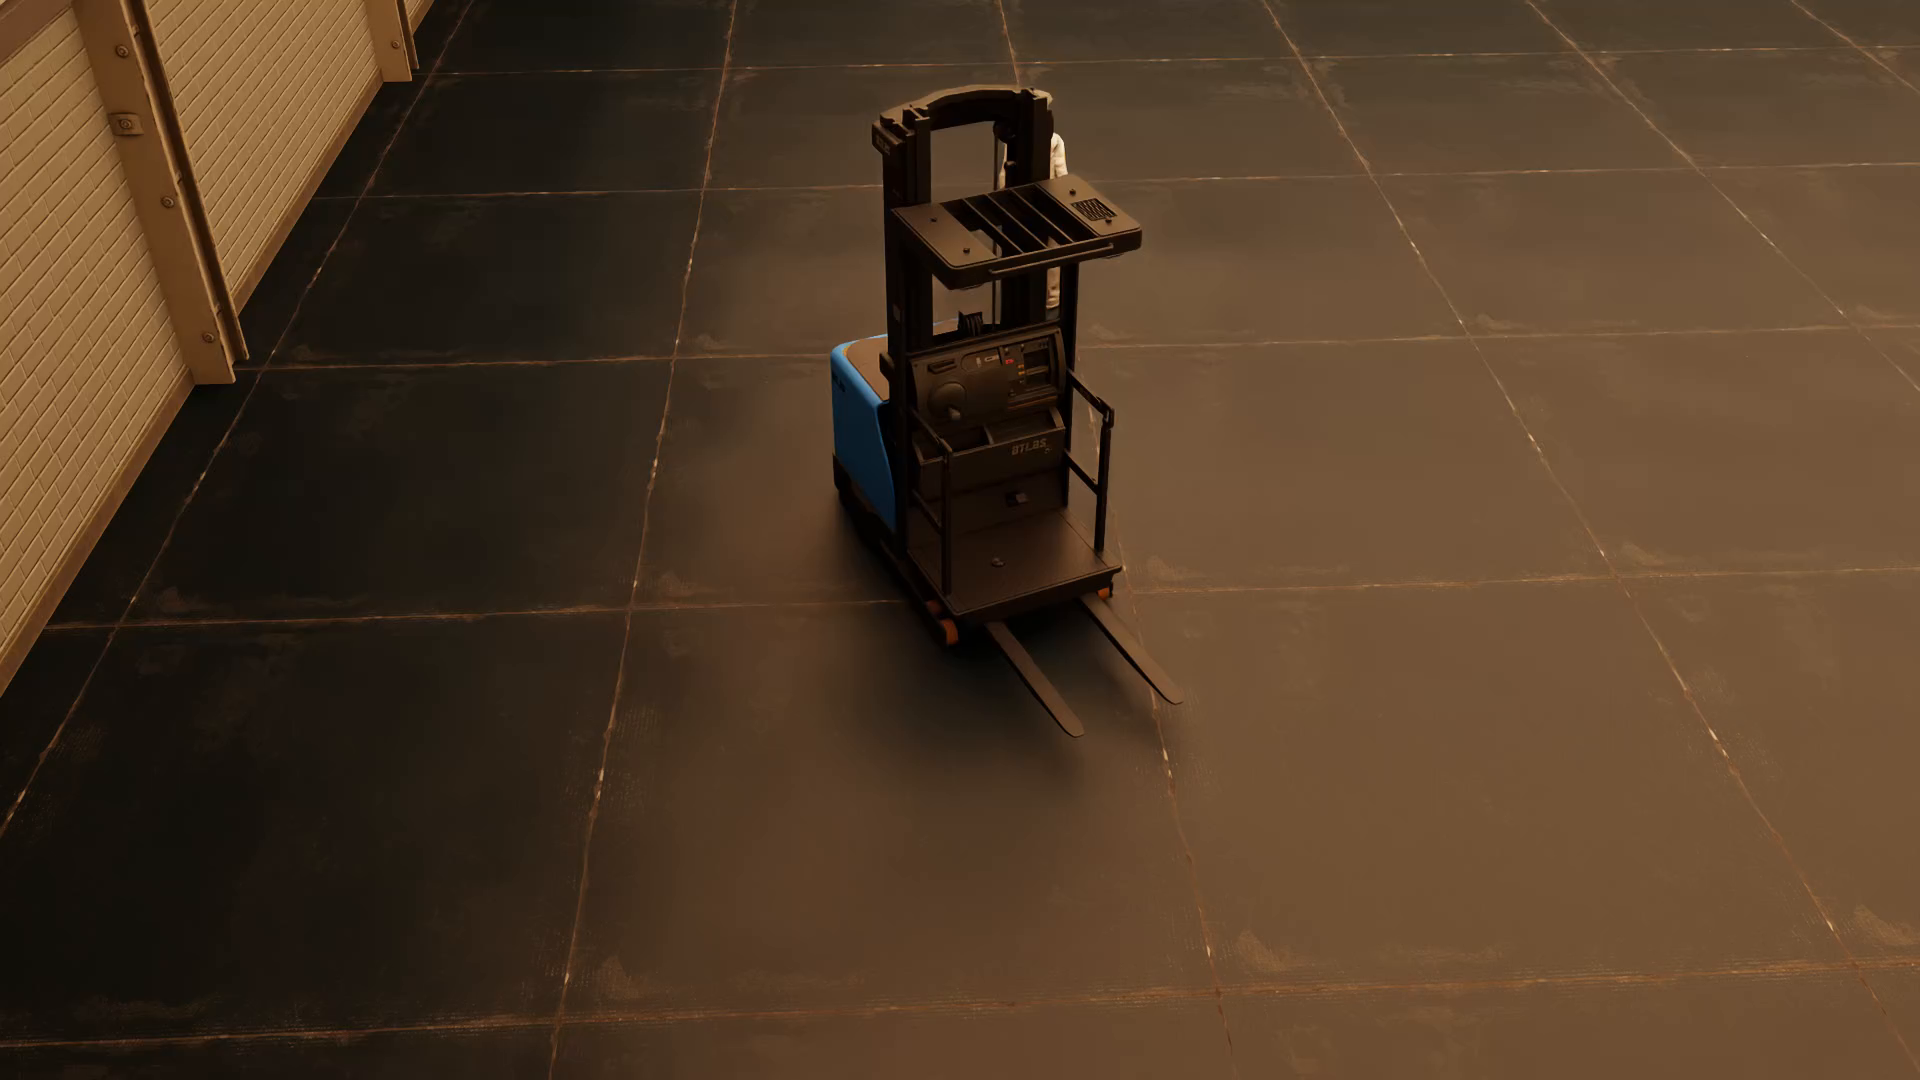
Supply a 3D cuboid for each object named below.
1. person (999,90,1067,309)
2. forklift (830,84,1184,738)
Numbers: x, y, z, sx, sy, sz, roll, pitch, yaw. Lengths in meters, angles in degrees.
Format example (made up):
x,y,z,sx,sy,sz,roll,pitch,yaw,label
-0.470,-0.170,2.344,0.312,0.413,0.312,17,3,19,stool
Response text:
x,y,z,sx,sy,sz,roll,pitch,yaw,label
0.562,-2.543,12.585,0.531,1.665,0.371,6,37,8,person
0.258,-0.860,9.192,1.130,2.935,3.031,-15,39,-20,forklift
